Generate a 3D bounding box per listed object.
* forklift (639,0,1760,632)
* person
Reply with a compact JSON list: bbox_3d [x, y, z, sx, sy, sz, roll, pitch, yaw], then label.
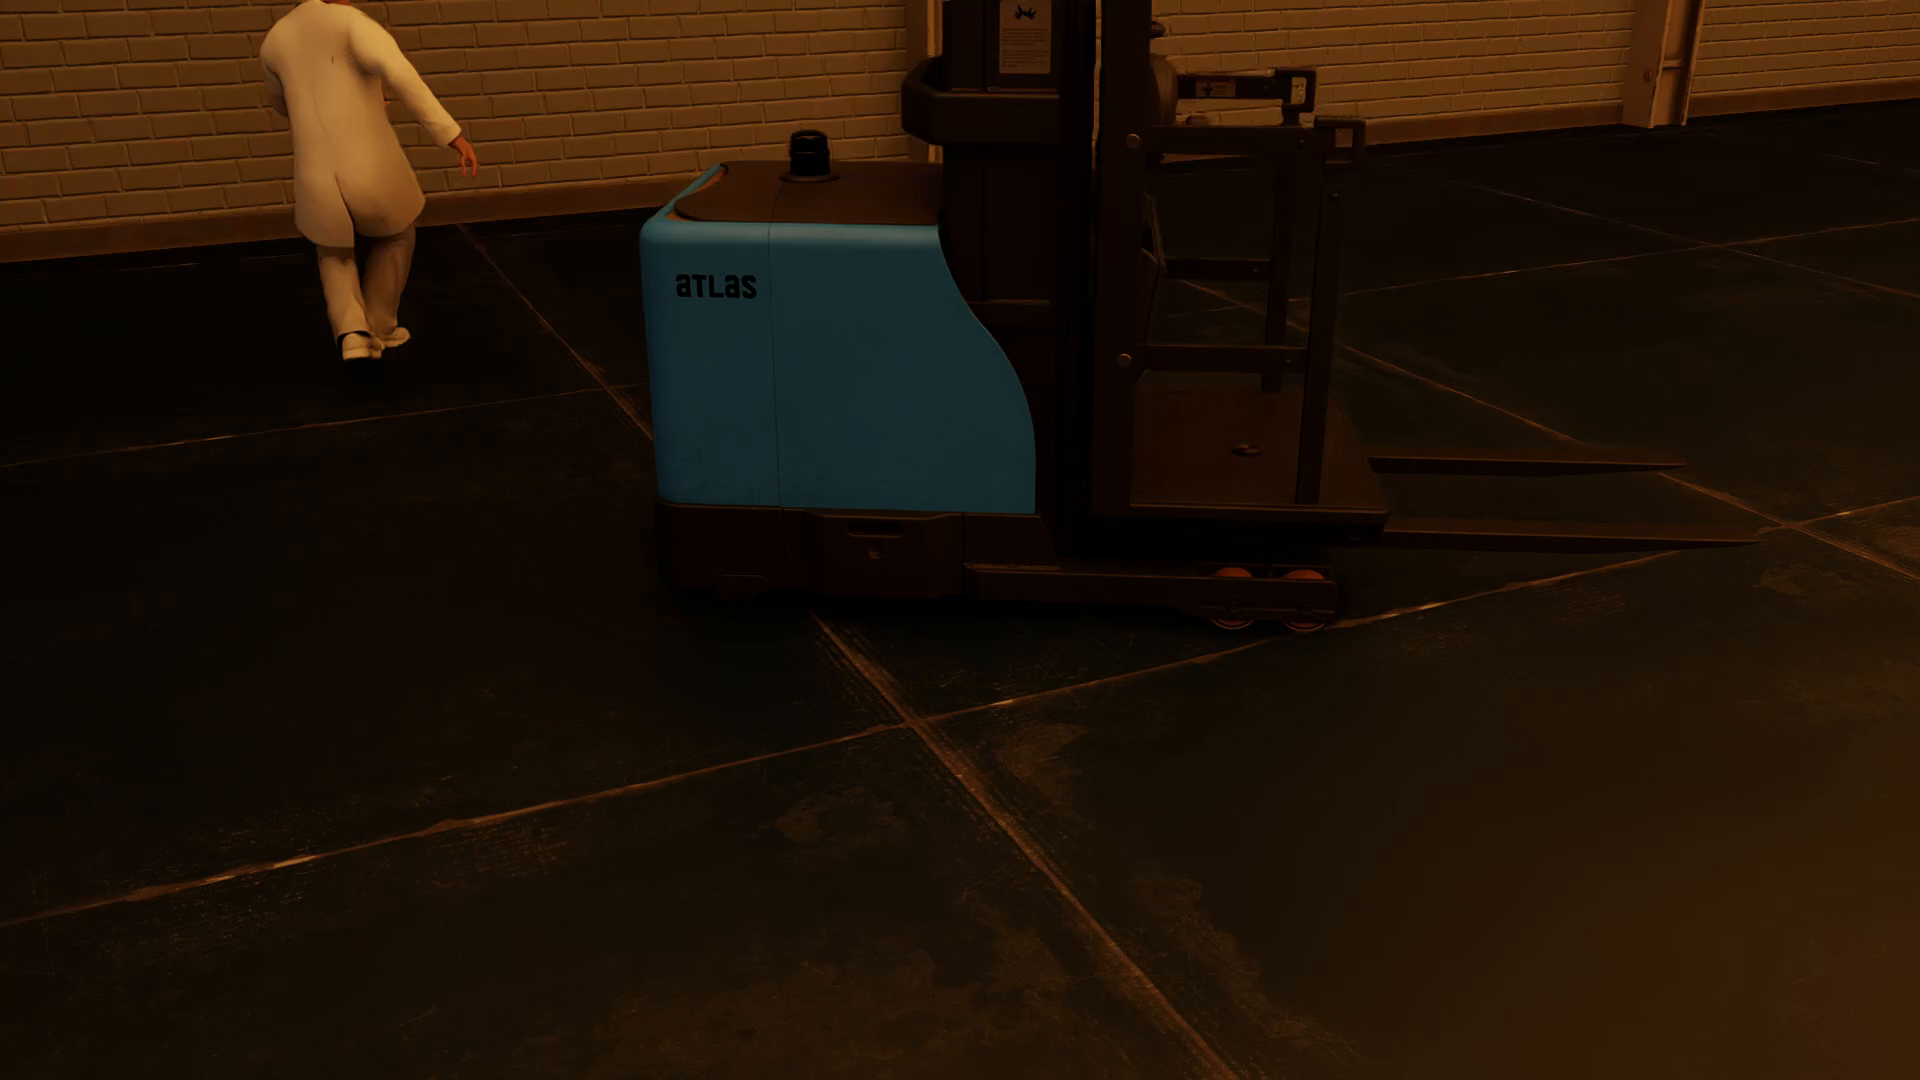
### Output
[{"bbox_3d":[0.693,-1.316,4.455,3.031,2.935,1.130,2,23,4],"label":"forklift"},{"bbox_3d":[-2.316,-1.510,6.637,0.912,1.644,0.907,2,23,4],"label":"person"}]
